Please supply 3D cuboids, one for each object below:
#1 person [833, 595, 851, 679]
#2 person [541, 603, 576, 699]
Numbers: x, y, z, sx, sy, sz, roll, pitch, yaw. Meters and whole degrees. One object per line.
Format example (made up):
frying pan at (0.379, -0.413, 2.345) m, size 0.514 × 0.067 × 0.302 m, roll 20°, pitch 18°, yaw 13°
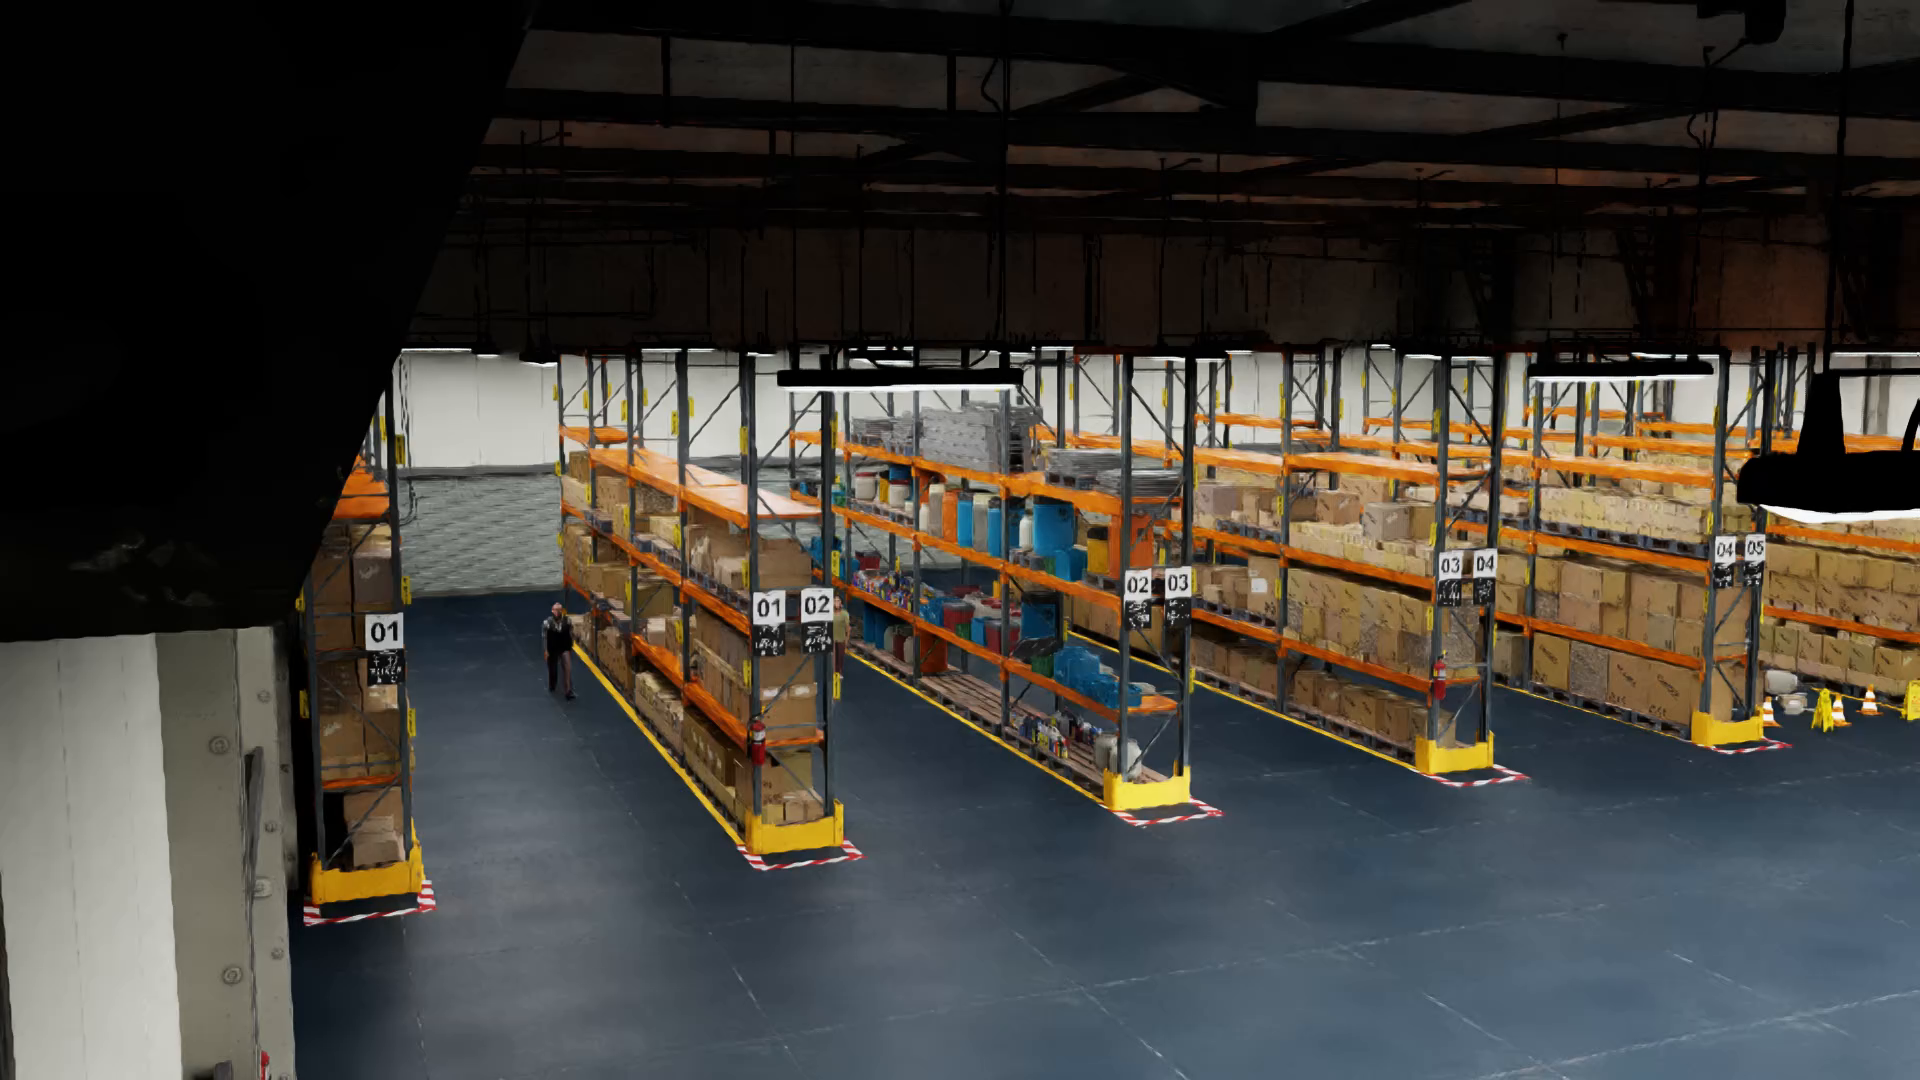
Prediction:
person at (-2.171, 1.767, 29.611) m, size 0.447 × 1.605 × 1.017 m, roll -2°, pitch 7°, yaw -13°
person at (-6.912, 1.928, 28.578) m, size 0.543 × 1.554 × 1.115 m, roll -2°, pitch 8°, yaw -19°
